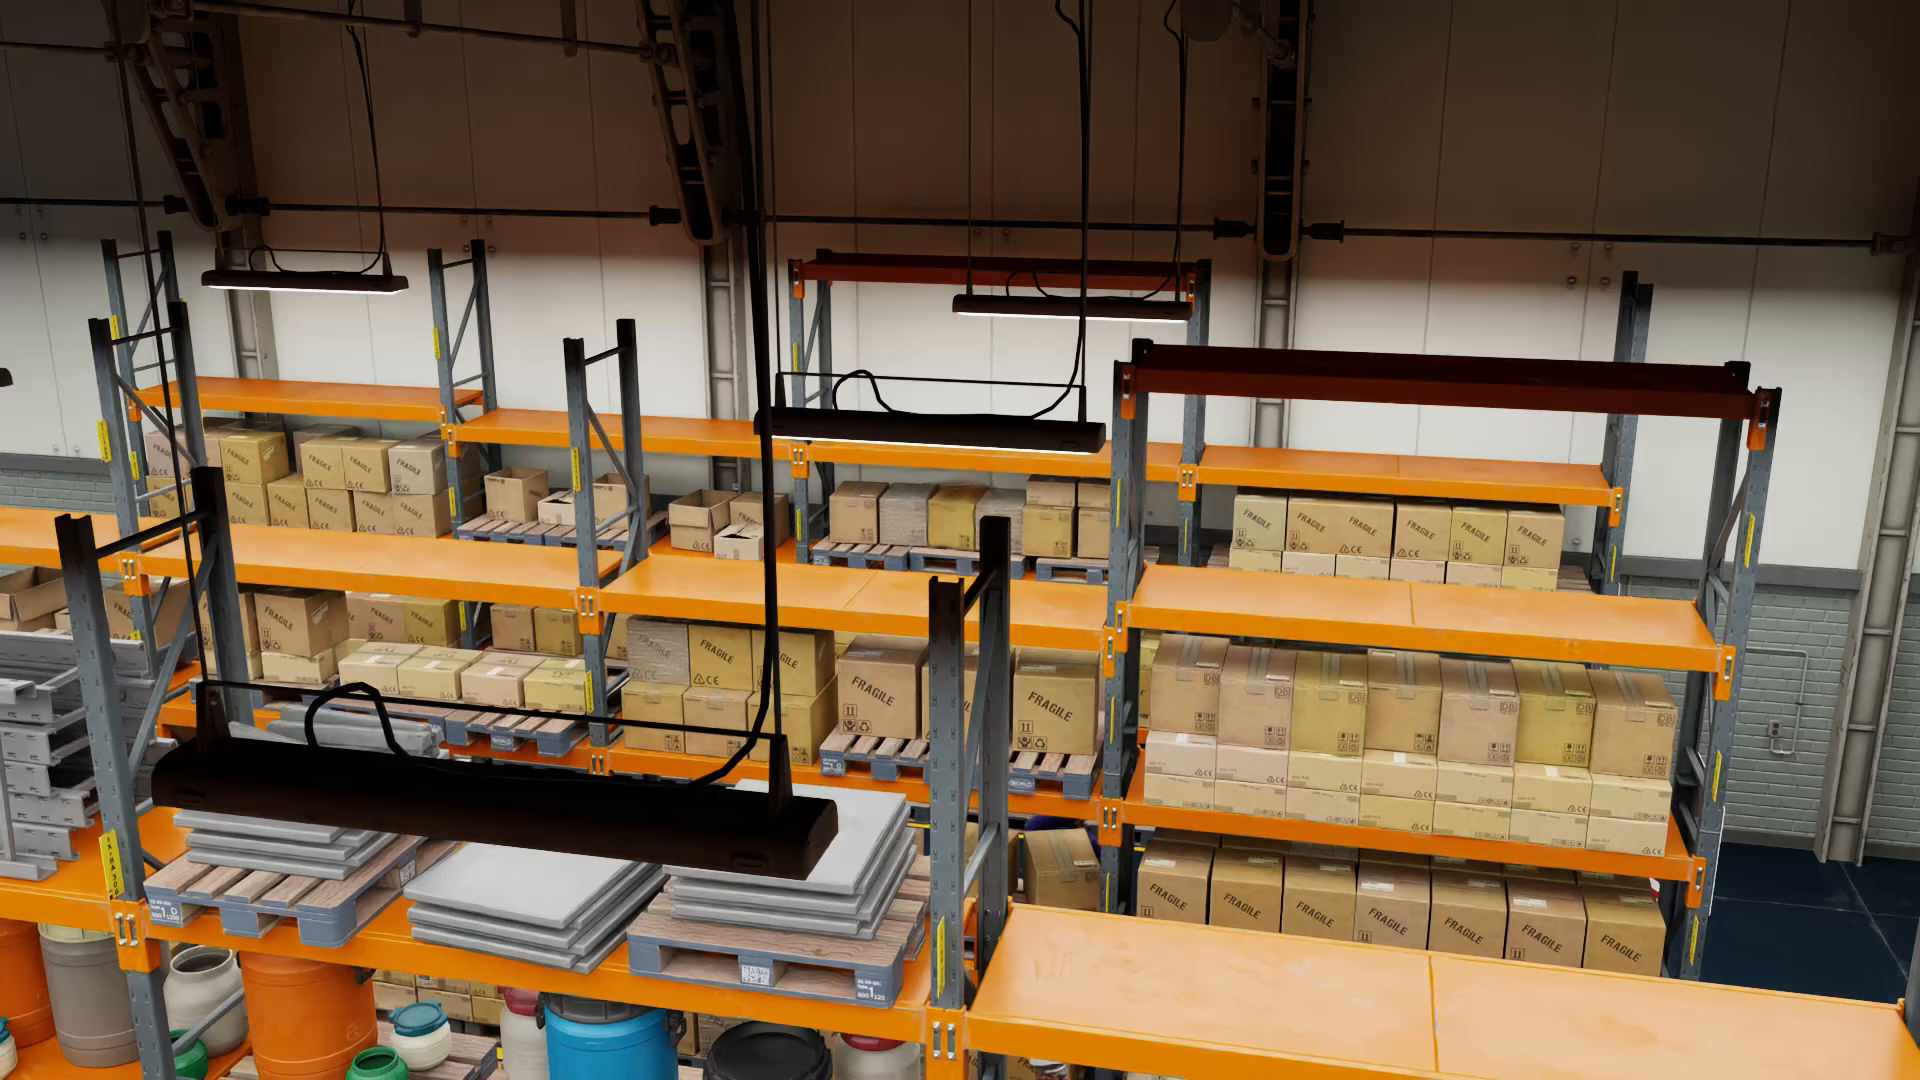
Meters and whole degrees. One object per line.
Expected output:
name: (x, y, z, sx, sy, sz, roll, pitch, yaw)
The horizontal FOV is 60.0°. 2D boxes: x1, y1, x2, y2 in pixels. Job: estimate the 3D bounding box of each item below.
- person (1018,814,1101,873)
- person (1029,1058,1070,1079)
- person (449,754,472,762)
person: (1.061, 2.548, 16.095, 0.981, 1.532, 0.489, 1, 16, 3)
person: (0.509, 4.164, 11.032, 0.541, 1.755, 0.585, 8, 18, 25)
person: (-4.924, 2.708, 15.979, 0.705, 1.771, 0.621, 7, 18, 23)
